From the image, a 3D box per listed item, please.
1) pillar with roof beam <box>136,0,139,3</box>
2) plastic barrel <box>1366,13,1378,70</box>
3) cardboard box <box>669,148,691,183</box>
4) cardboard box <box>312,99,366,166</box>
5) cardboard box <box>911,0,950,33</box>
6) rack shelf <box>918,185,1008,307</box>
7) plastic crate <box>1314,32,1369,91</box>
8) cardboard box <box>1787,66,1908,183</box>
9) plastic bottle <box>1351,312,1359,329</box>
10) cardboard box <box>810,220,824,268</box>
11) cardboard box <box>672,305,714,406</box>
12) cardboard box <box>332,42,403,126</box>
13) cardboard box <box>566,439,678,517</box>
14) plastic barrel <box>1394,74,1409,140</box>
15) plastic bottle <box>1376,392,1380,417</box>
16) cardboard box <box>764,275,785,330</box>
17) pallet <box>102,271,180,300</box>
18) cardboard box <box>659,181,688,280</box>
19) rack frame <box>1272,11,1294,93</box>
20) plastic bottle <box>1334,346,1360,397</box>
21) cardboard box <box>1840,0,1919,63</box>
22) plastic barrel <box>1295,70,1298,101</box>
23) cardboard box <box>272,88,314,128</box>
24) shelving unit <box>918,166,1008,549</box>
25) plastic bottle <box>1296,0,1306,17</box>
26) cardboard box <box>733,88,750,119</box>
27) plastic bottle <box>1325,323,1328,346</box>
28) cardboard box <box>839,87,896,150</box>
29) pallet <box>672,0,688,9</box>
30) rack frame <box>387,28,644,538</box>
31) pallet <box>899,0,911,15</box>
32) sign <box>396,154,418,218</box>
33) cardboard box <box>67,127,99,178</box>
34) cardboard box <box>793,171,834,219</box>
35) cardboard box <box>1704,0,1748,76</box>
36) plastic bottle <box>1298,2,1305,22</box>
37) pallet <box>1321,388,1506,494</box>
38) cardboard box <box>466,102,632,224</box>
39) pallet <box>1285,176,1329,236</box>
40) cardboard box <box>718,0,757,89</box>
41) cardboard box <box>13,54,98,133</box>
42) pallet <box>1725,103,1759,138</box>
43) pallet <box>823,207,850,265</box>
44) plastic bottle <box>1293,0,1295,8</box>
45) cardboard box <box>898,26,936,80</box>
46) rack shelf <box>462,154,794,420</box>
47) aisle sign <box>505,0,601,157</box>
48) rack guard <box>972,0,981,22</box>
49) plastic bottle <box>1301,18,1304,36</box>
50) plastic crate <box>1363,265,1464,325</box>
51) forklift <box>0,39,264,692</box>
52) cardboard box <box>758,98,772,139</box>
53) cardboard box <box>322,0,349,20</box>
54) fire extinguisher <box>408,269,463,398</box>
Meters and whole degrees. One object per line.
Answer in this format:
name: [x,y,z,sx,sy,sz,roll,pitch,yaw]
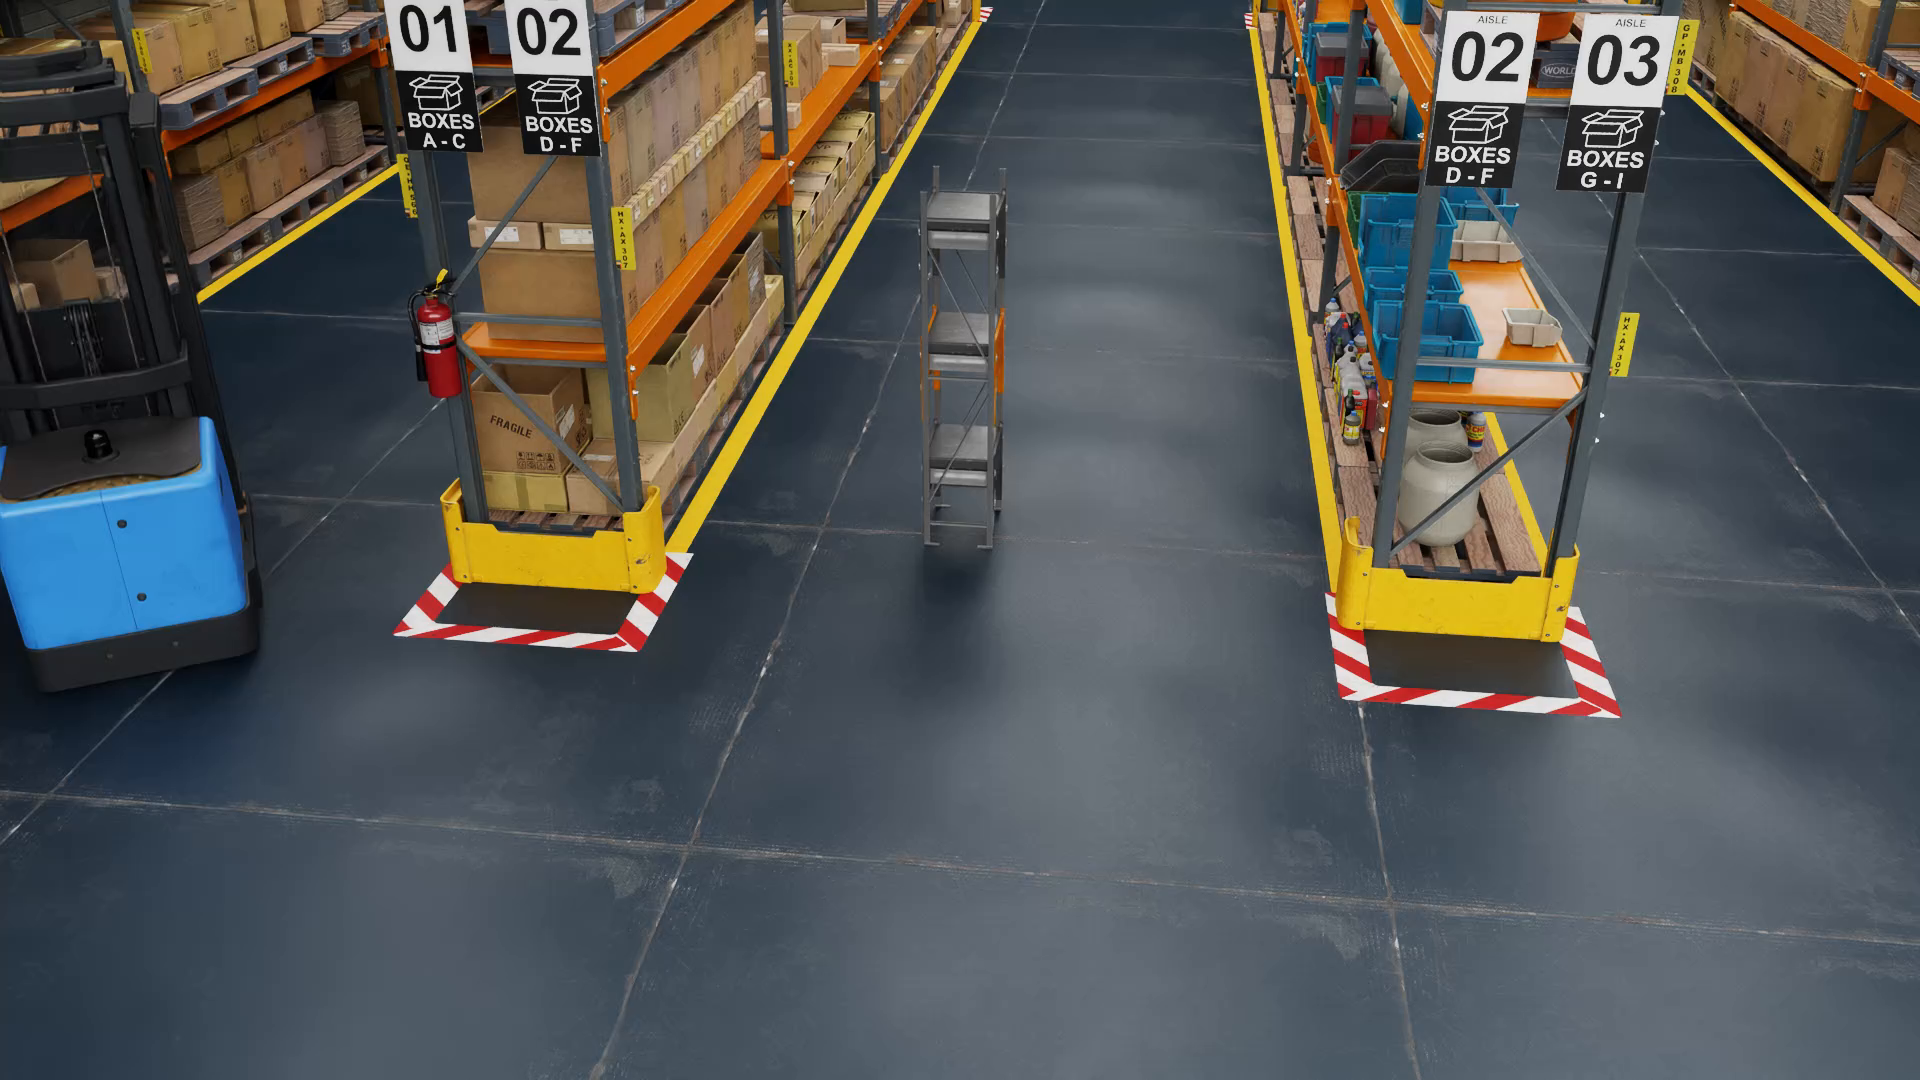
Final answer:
pillar with roof beam: [-2.937,-7.027,13.306,9.100,9.000,0.400,3,28,6]
plastic barrel: [3.885,-4.446,14.697,0.600,0.536,0.708,3,28,6]
cardboard box: [-1.837,-2.254,9.982,0.380,0.149,0.250,3,28,6]
cardboard box: [-6.228,-3.949,16.090,0.700,0.500,0.500,4,29,7]
cardboard box: [-0.559,-6.774,21.329,0.797,0.503,0.637,3,28,6]
rack shelf: [0.020,-1.607,9.071,0.431,0.518,0.480,3,28,6]
plastic crate: [3.139,-3.908,13.773,0.402,0.464,0.583,3,28,6]
cardboard box: [8.662,-3.908,15.638,1.225,0.875,0.875,2,28,4]
plastic bottle: [2.770,-1.453,11.685,0.061,0.283,0.133,3,28,6]
cardboard box: [-1.405,-2.419,13.535,0.500,0.250,0.500,4,29,7]
cardboard box: [-1.861,-1.162,10.409,0.500,0.500,0.500,3,28,6]
cardboard box: [-5.971,-4.775,17.274,0.750,0.750,0.750,3,28,6]
cardboard box: [-1.968,-0.360,9.712,0.500,0.250,0.500,3,28,6]
plastic barrel: [3.486,-3.237,12.452,0.433,0.535,0.433,0,28,0]
plastic bottle: [2.652,-0.892,10.730,0.097,0.201,0.097,0,28,0]
cardboard box: [-1.605,-1.772,12.334,0.500,0.250,0.500,3,28,6]
pallet: [-6.729,-1.769,12.812,1.003,0.211,1.213,3,28,6]
cardboard box: [-2.059,-1.890,9.990,0.700,0.500,0.500,4,29,7]
rack frame: [4.131,-6.505,18.662,1.000,3.000,0.127,3,28,6]
plastic bottle: [2.565,-1.122,10.999,0.144,0.351,0.185,3,28,6]
cardboard box: [8.371,-4.625,15.067,0.500,0.500,0.500,4,29,8]
plastic barrel: [3.961,-5.178,17.968,0.600,0.901,0.708,3,28,6]
cardboard box: [-6.360,-4.015,15.421,0.500,0.250,0.500,4,29,7]
shelving unit: [0.020,-1.002,9.397,0.431,2.100,0.503,3,28,6]
plastic bottle: [3.468,-5.426,16.711,0.144,0.351,0.185,3,28,6]
cardboard box: [-1.647,-2.978,11.327,0.380,0.149,0.250,3,28,5]
plastic bottle: [2.652,-1.481,11.823,0.097,0.201,0.097,0,28,0]
cardboard box: [-0.935,-4.203,16.560,0.500,0.500,0.500,5,29,8]
pallet: [-1.996,-3.335,9.708,1.003,0.211,1.213,3,28,6]
rack frame: [-2.255,-1.146,8.715,1.000,3.000,0.127,3,28,6]
pallet: [-1.041,-5.743,17.450,1.003,0.211,1.213,3,28,6]
sign: [-2.792,-1.798,8.455,0.100,0.325,0.005,3,28,6]
cardboard box: [-6.508,-2.783,11.891,0.500,0.250,0.500,3,29,6]
cardboard box: [-1.338,-2.909,13.853,0.500,0.311,0.500,2,28,5]
cardboard box: [9.207,-5.773,19.100,0.875,0.875,0.875,3,28,6]
plastic bottle: [3.411,-5.233,16.510,0.097,0.201,0.097,0,28,0]
pallet: [2.880,-0.622,10.682,1.003,0.211,1.213,3,28,6]
cardboard box: [-2.179,-2.005,8.836,0.700,0.500,0.500,3,29,6]
pallet: [3.507,-3.032,15.156,1.003,0.211,1.213,3,28,6]
cardboard box: [-1.813,-3.435,11.490,0.700,0.500,0.500,3,29,6]
cardboard box: [-6.488,-3.112,11.711,0.500,0.500,0.500,3,28,6]
pallet: [9.027,-4.622,18.107,1.003,0.211,1.213,3,28,6]
pallet: [-1.566,-2.726,14.588,1.003,0.211,1.213,3,28,6]
plastic bottle: [3.513,-5.655,17.219,0.097,0.271,0.097,0,28,0]
cardboard box: [-0.561,-5.639,19.226,0.500,0.500,0.500,3,28,6]
rack shelf: [-2.010,-1.771,10.633,1.077,0.370,4.000,3,28,6]
aisle sign: [-1.959,-2.242,8.008,0.394,0.787,0.004,3,28,6]
rack guard: [-0.304,-7.541,23.221,1.175,0.500,0.348,3,28,6]
plastic bottle: [3.340,-4.958,15.999,0.097,0.201,0.097,0,28,0]
plastic crate: [2.510,-1.349,9.249,0.499,0.251,0.408,3,28,6]
forklift: [-4.663,-1.218,8.920,1.130,2.935,3.031,-11,30,-20]
cardboard box: [-1.748,-3.197,12.680,0.500,0.250,0.500,5,29,9]
cardboard box: [-6.239,-5.214,15.696,0.700,0.500,0.500,0,28,0]
fire extinguisher: [-2.730,-1.083,8.680,0.296,0.674,0.183,3,28,6]
